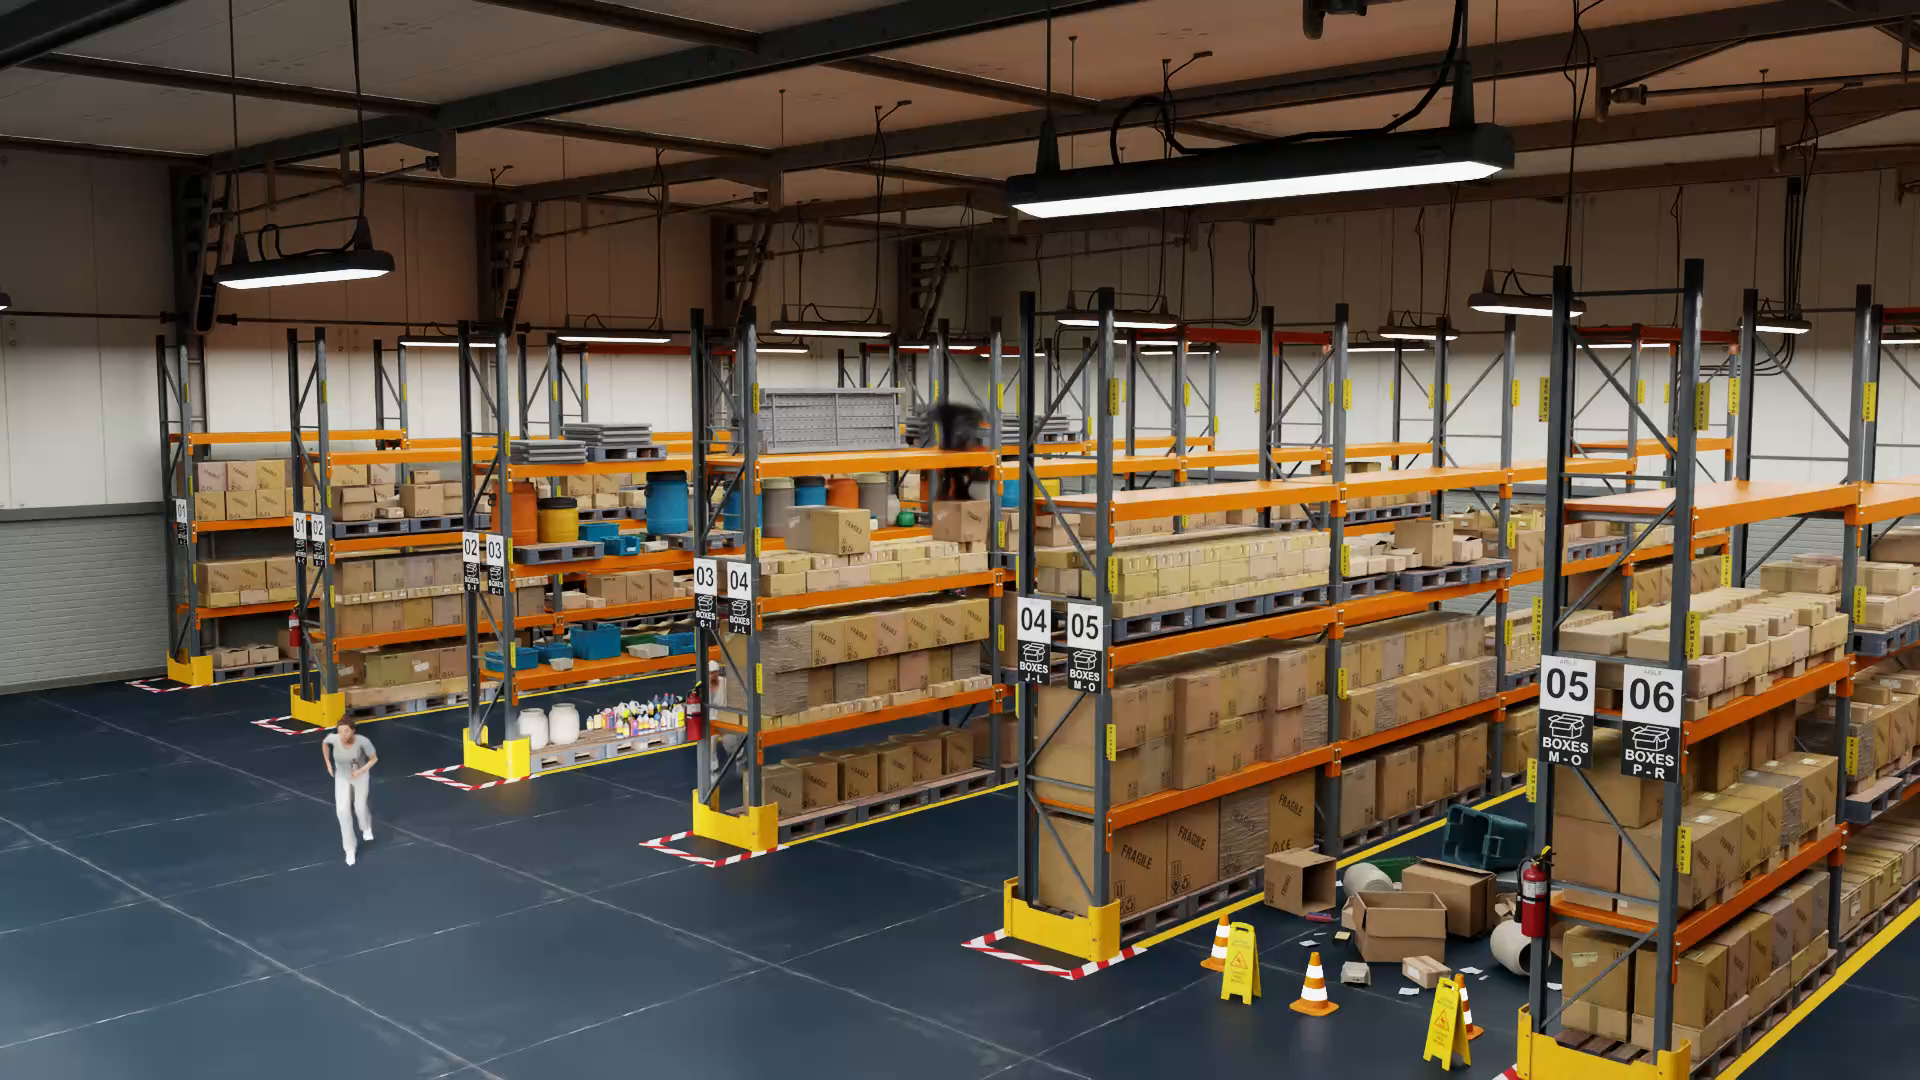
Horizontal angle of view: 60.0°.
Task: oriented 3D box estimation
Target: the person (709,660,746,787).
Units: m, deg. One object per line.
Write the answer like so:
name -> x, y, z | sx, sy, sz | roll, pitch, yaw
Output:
person -> -3.026, 2.341, 21.232 | 0.702, 1.737, 1.011 | 2, 6, 21

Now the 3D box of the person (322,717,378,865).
person -> -6.666, 2.622, 18.291 | 0.606, 1.509, 0.962 | -1, 5, -6
